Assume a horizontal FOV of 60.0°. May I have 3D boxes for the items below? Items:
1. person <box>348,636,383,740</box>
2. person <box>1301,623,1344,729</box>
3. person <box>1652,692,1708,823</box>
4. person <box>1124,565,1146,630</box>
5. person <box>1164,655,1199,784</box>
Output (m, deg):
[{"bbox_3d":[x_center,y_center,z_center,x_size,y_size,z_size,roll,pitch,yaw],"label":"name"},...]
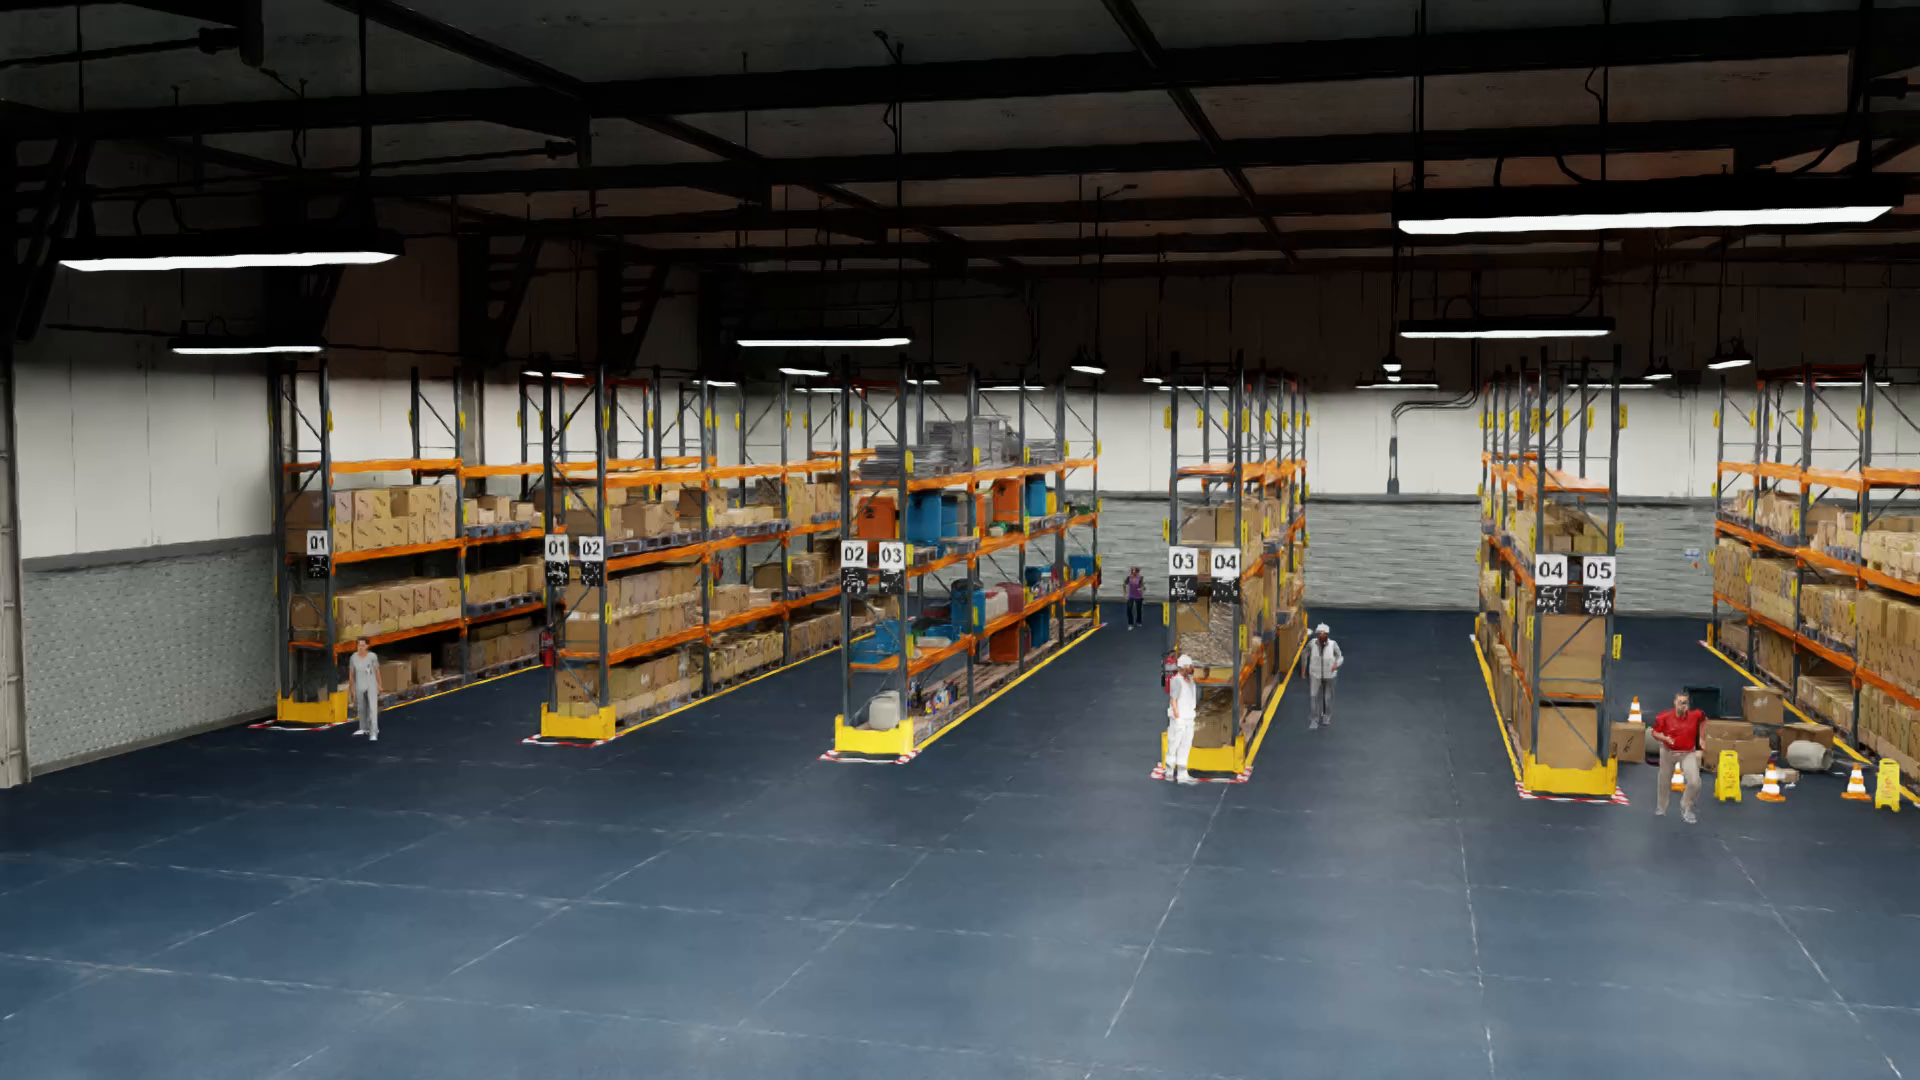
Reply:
[{"bbox_3d":[-9.327,2.305,26.049,0.483,1.619,0.902,-1,4,-9],"label":"person"},{"bbox_3d":[5.917,2.192,27.175,0.686,1.704,0.867,1,4,11],"label":"person"},{"bbox_3d":[8.964,2.689,20.721,0.655,1.641,0.937,1,4,20],"label":"person"},{"bbox_3d":[4.200,1.363,39.972,0.560,1.527,0.820,1,4,10],"label":"person"},{"bbox_3d":[3.037,2.463,22.903,0.528,1.792,0.507,-4,6,-43],"label":"person"}]
